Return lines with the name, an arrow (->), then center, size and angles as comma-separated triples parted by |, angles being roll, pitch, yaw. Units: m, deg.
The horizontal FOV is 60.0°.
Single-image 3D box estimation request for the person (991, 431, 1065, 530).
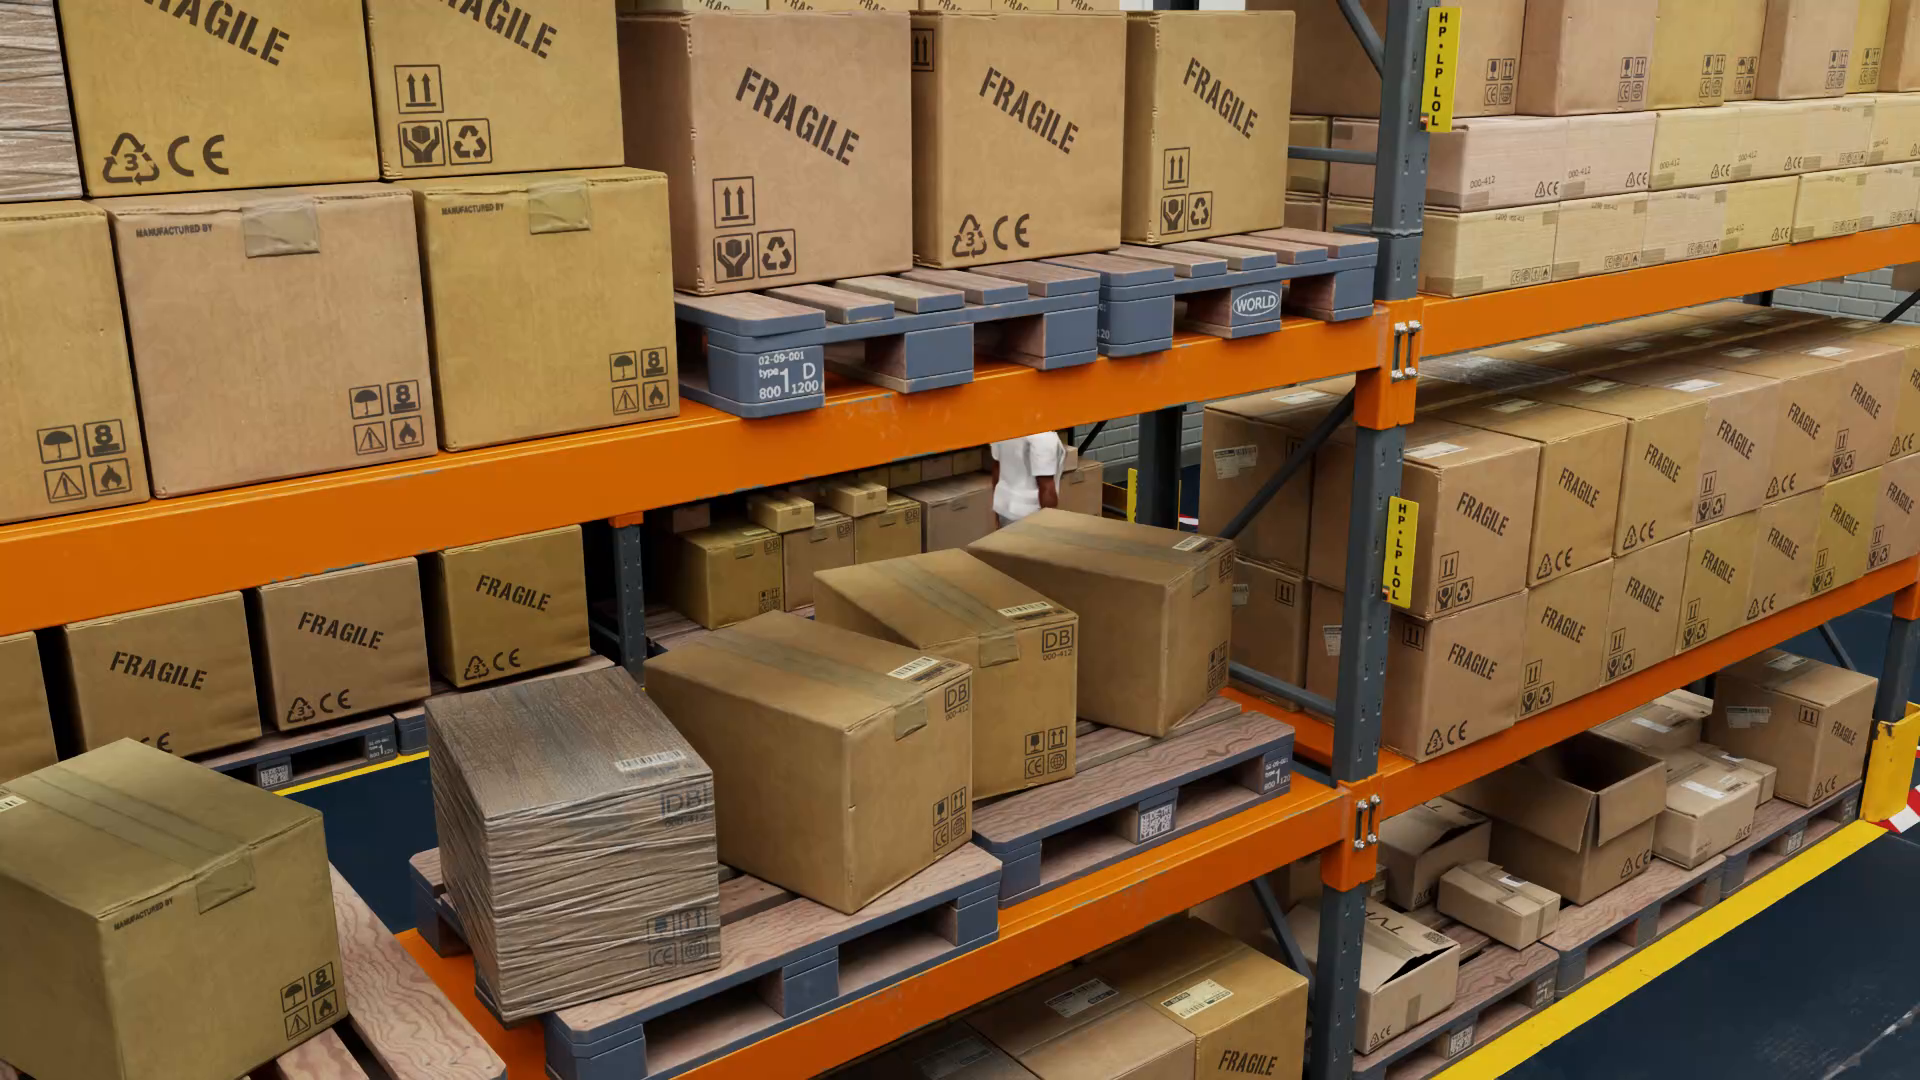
person -> 0.461, -0.151, 9.447 | 0.600, 1.758, 0.592 | -7, 19, -20
